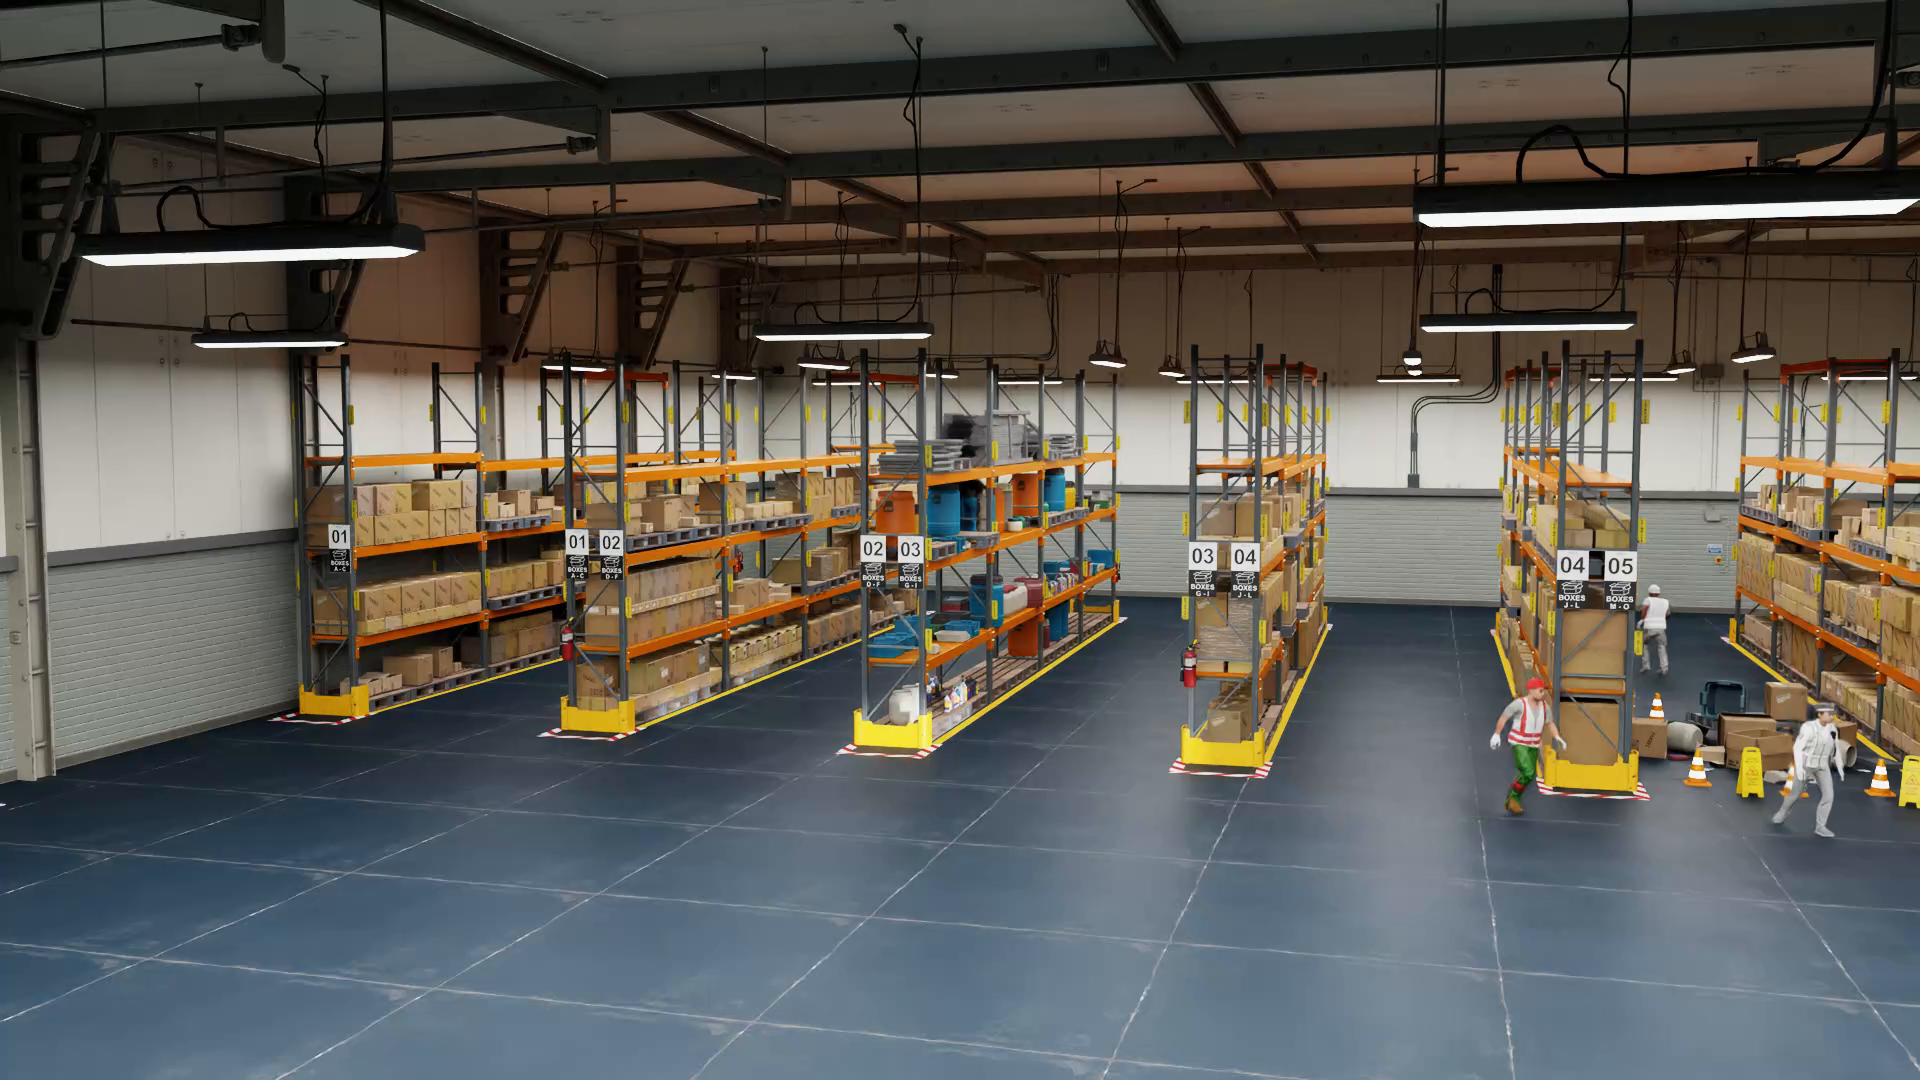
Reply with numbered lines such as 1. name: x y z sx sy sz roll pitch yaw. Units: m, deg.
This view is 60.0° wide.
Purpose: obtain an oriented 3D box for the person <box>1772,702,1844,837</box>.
1. person: 10.247 2.702 20.026 0.641 1.606 0.822 -1 4 -8

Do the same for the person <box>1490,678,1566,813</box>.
1. person: 7.097 2.567 20.704 0.654 1.731 0.783 -2 5 -21

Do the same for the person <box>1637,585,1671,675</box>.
1. person: 13.361 1.741 32.025 0.701 1.741 0.990 0 4 5
